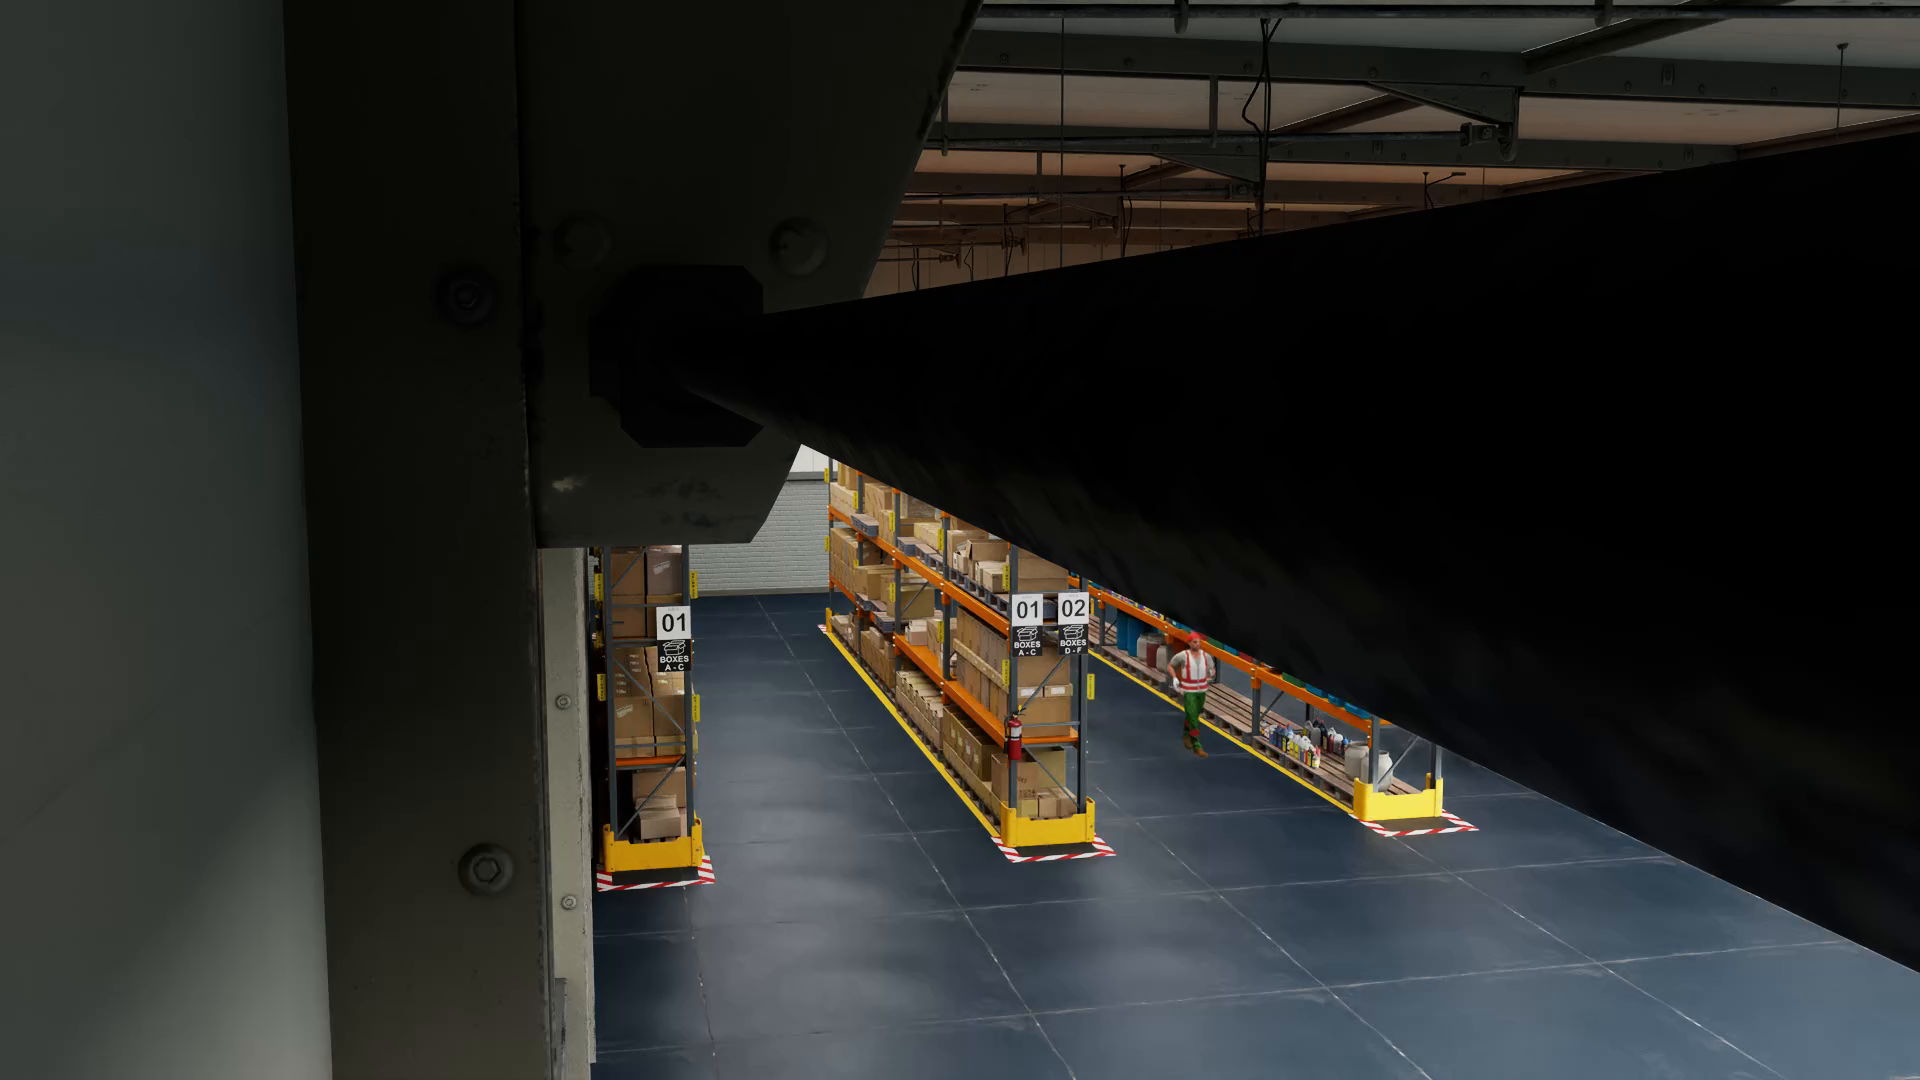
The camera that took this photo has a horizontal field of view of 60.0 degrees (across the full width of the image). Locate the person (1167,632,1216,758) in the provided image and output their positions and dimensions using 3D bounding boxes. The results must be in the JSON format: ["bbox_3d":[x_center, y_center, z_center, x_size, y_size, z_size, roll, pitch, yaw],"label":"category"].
[{"bbox_3d":[3.461,2.261,24.498,0.659,1.826,0.950,-2,7,-20],"label":"person"}]
